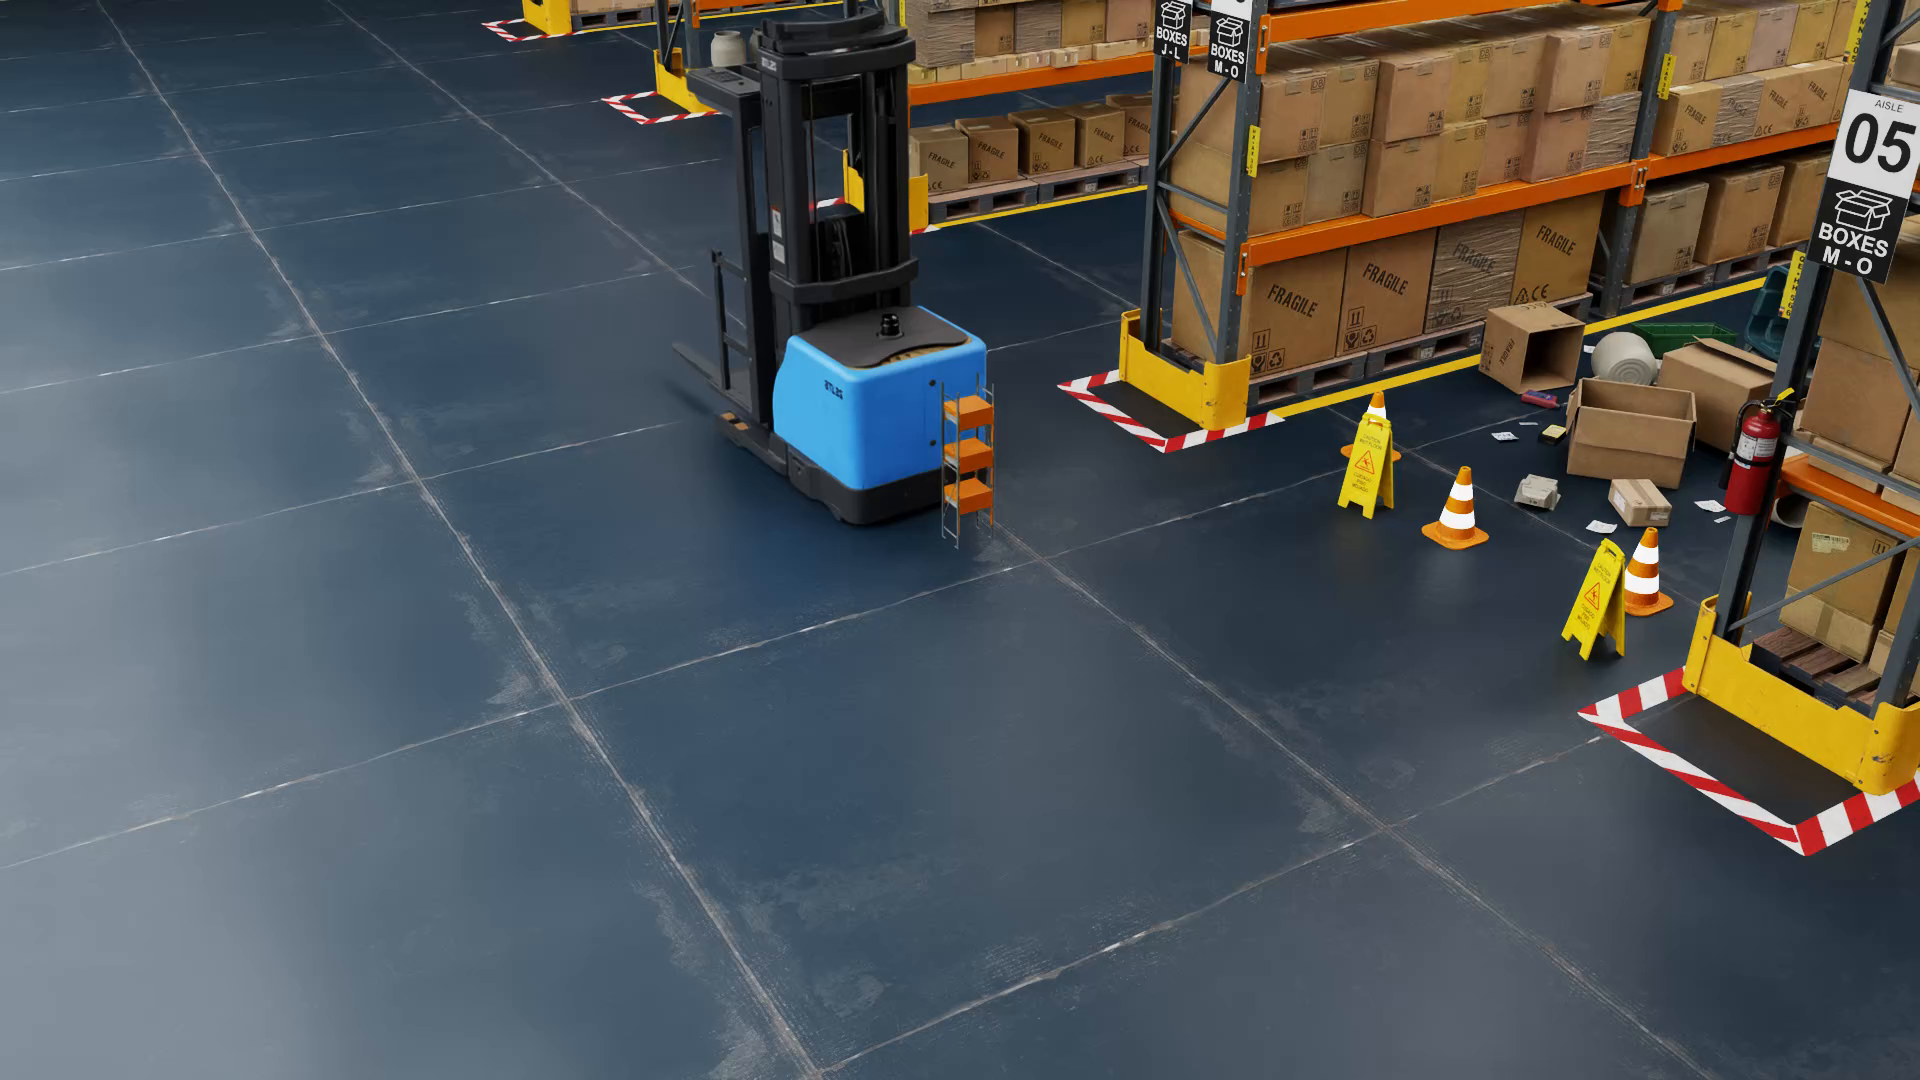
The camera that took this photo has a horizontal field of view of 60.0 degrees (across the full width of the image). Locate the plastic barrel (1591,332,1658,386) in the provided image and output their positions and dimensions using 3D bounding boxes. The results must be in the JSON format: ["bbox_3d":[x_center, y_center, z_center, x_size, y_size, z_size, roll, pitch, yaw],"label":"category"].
[{"bbox_3d":[4.889,-1.296,12.258,0.421,0.421,0.512,5,29,8],"label":"plastic barrel"}]

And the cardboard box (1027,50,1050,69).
[{"bbox_3d":[0.656,-4.621,15.878,0.250,0.149,0.380,-16,33,-26],"label":"cardboard box"}]

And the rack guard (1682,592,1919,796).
[{"bbox_3d":[4.301,0.752,8.468,0.348,0.500,1.175,-16,33,-26],"label":"rack guard"}]

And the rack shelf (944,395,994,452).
[{"bbox_3d":[0.046,-0.712,9.986,0.240,0.259,0.215,-16,33,-26],"label":"rack shelf"}]

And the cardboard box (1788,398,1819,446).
[{"bbox_3d":[5.895,-0.801,11.524,0.258,0.266,0.396,10,30,17],"label":"cardboard box"}]

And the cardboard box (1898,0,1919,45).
[{"bbox_3d":[8.146,-4.695,14.613,0.500,0.500,0.700,-16,33,-27],"label":"cardboard box"}]

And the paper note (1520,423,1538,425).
[{"bbox_3d":[4.049,-0.828,11.838,0.123,0.001,0.032,0,29,0],"label":"paper note"}]

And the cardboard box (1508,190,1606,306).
[{"bbox_3d":[4.512,-2.469,13.482,0.875,0.875,0.875,-15,32,-26],"label":"cardboard box"}]

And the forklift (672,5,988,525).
[{"bbox_3d":[-1.057,-2.044,11.019,1.130,2.935,3.031,-18,34,-29],"label":"forklift"}]

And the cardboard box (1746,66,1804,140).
[{"bbox_3d":[6.547,-3.646,13.747,0.500,0.500,0.500,-16,33,-27],"label":"cardboard box"}]

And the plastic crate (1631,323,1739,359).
[{"bbox_3d":[5.603,-1.546,12.896,0.662,0.188,0.450,0,19,0],"label":"plastic crate"}]

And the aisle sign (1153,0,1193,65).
[{"bbox_3d":[1.428,-3.607,11.089,0.004,0.787,0.394,-16,33,-26],"label":"aisle sign"}]

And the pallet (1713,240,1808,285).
[{"bbox_3d":[6.770,-2.640,14.914,1.213,0.211,1.003,-16,33,-26],"label":"pallet"}]

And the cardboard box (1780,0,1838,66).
[{"bbox_3d":[6.829,-4.319,13.932,0.500,0.500,0.700,-16,33,-27],"label":"cardboard box"}]

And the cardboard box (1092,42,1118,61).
[{"bbox_3d":[1.327,-4.785,16.175,0.250,0.149,0.380,-16,33,-26],"label":"cardboard box"}]

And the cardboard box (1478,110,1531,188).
[{"bbox_3d":[3.789,-3.084,12.676,0.550,0.550,0.875,-16,33,-26],"label":"cardboard box"}]

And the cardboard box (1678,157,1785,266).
[{"bbox_3d":[6.413,-2.963,14.507,0.750,0.750,1.050,-16,33,-26],"label":"cardboard box"}]

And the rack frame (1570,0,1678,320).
[{"bbox_3d":[5.089,-3.340,13.297,0.127,3.000,1.000,-16,33,-26],"label":"rack frame"}]

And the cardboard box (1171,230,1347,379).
[{"bbox_3d":[2.192,-1.808,12.285,0.875,0.875,0.875,-16,33,-26],"label":"cardboard box"}]

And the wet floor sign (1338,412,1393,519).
[{"bbox_3d":[2.619,-0.499,10.584,0.232,0.644,0.267,-22,36,-35],"label":"wet floor sign"}]

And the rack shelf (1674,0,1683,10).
[{"bbox_3d":[6.814,-4.828,13.633,4.000,0.370,1.077,-16,33,-26],"label":"rack shelf"}]

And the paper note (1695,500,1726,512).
[{"bbox_3d":[4.851,-0.225,10.736,0.142,0.019,0.148,-5,29,-9],"label":"paper note"}]

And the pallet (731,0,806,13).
[{"bbox_3d":[-3.059,-8.161,24.918,1.213,0.211,1.003,-16,33,-26],"label":"pallet"}]

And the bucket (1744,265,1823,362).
[{"bbox_3d":[6.140,-1.579,11.920,0.620,0.611,0.726,4,28,-14],"label":"bucket"}]

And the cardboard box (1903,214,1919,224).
[{"bbox_3d":[5.006,-1.272,8.103,0.500,0.500,0.700,-16,32,-26],"label":"cardboard box"}]

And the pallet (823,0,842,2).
[{"bbox_3d":[-1.736,-8.535,25.595,1.213,0.211,1.003,-16,33,-26],"label":"pallet"}]

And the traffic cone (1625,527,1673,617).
[{"bbox_3d":[3.953,0.144,9.608,0.334,0.463,0.336,-16,33,-26],"label":"traffic cone"}]

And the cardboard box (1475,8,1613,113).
[{"bbox_3d":[4.339,-3.620,12.530,0.550,0.550,0.875,-16,33,-26],"label":"cardboard box"}]

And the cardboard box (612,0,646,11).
[{"bbox_3d":[-4.796,-7.722,23.648,0.500,0.250,0.500,-16,33,-26],"label":"cardboard box"}]

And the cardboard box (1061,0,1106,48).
[{"bbox_3d":[0.963,-5.144,16.153,0.500,0.500,0.875,-16,33,-26],"label":"cardboard box"}]

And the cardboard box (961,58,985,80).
[{"bbox_3d":[0.030,-4.421,15.514,0.250,0.149,0.380,-16,33,-26],"label":"cardboard box"}]

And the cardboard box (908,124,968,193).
[{"bbox_3d":[-0.238,-3.688,16.078,0.500,0.500,0.500,-10,30,-17],"label":"cardboard box"}]

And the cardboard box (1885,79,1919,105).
[{"bbox_3d":[4.540,-1.939,7.501,0.500,0.250,0.500,-16,33,-27],"label":"cardboard box"}]

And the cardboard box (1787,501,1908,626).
[{"bbox_3d":[4.794,0.063,8.765,0.500,0.500,0.500,-16,33,-26],"label":"cardboard box"}]

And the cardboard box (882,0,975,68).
[{"bbox_3d":[-0.297,-4.749,15.438,0.500,0.500,0.875,-16,33,-26],"label":"cardboard box"}]

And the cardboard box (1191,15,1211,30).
[{"bbox_3d":[2.244,-5.521,16.837,0.500,0.500,0.875,-16,33,-26],"label":"cardboard box"}]

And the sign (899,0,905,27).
[{"bbox_3d":[-0.510,-4.605,14.693,0.005,0.325,0.100,-16,33,-26],"label":"sign"}]

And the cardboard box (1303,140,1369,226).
[{"bbox_3d":[2.401,-2.680,11.945,0.550,0.550,0.875,-16,33,-26],"label":"cardboard box"}]

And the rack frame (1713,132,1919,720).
[{"bbox_3d":[4.236,-0.324,7.831,0.127,3.000,1.000,-16,33,-26],"label":"rack frame"}]

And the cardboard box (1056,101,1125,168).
[{"bbox_3d":[1.313,-4.112,16.846,0.500,0.500,0.500,-19,34,-31],"label":"cardboard box"}]

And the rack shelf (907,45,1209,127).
[{"bbox_3d":[0.939,-4.627,16.372,4.000,0.370,1.077,-16,33,-26],"label":"rack shelf"}]

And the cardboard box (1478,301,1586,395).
[{"bbox_3d":[4.271,-1.440,12.437,0.500,0.500,0.500,-10,30,-18],"label":"cardboard box"}]

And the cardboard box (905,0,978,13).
[{"bbox_3d":[-0.173,-5.085,15.012,0.500,0.500,0.500,-16,33,-26],"label":"cardboard box"}]

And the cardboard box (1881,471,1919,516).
[{"bbox_3d":[4.633,-0.211,7.886,0.250,0.149,0.380,-16,33,-26],"label":"cardboard box"}]

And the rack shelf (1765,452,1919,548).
[{"bbox_3d":[5.960,-0.499,8.892,4.000,0.370,1.077,-16,33,-26],"label":"rack shelf"}]

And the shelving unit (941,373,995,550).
[{"bbox_3d":[0.046,-0.473,10.118,0.252,1.050,0.215,-16,33,-26],"label":"shelving unit"}]

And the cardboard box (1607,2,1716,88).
[{"bbox_3d":[5.515,-3.946,13.256,0.500,0.500,0.700,-16,33,-27],"label":"cardboard box"}]

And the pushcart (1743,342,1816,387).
[{"bbox_3d":[6.486,-1.093,11.937,1.648,0.377,0.936,22,36,34],"label":"pushcart"}]

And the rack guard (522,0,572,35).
[{"bbox_3d":[-5.821,-7.480,23.384,0.348,0.500,1.175,-16,33,-26],"label":"rack guard"}]

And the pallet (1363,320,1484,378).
[{"bbox_3d":[3.341,-1.665,13.147,1.213,0.211,1.003,-16,33,-26],"label":"pallet"}]

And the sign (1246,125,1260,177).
[{"bbox_3d":[1.917,-2.542,10.872,0.005,0.325,0.100,-16,33,-26],"label":"sign"}]

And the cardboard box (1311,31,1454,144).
[{"bbox_3d":[2.959,-3.228,11.820,0.550,0.550,0.875,-16,33,-26],"label":"cardboard box"}]

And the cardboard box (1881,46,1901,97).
[{"bbox_3d":[7.855,-4.020,14.424,0.500,0.500,0.500,-16,33,-26],"label":"cardboard box"}]

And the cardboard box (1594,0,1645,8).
[{"bbox_3d":[7.490,-6.039,19.952,0.875,0.875,1.225,-16,33,-26],"label":"cardboard box"}]

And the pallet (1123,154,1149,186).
[{"bbox_3d":[2.103,-4.031,17.435,1.213,0.211,1.003,-16,33,-26],"label":"pallet"}]

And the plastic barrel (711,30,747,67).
[{"bbox_3d":[-2.765,-5.803,19.899,0.421,0.512,0.421,0,29,0],"label":"plastic barrel"}]
